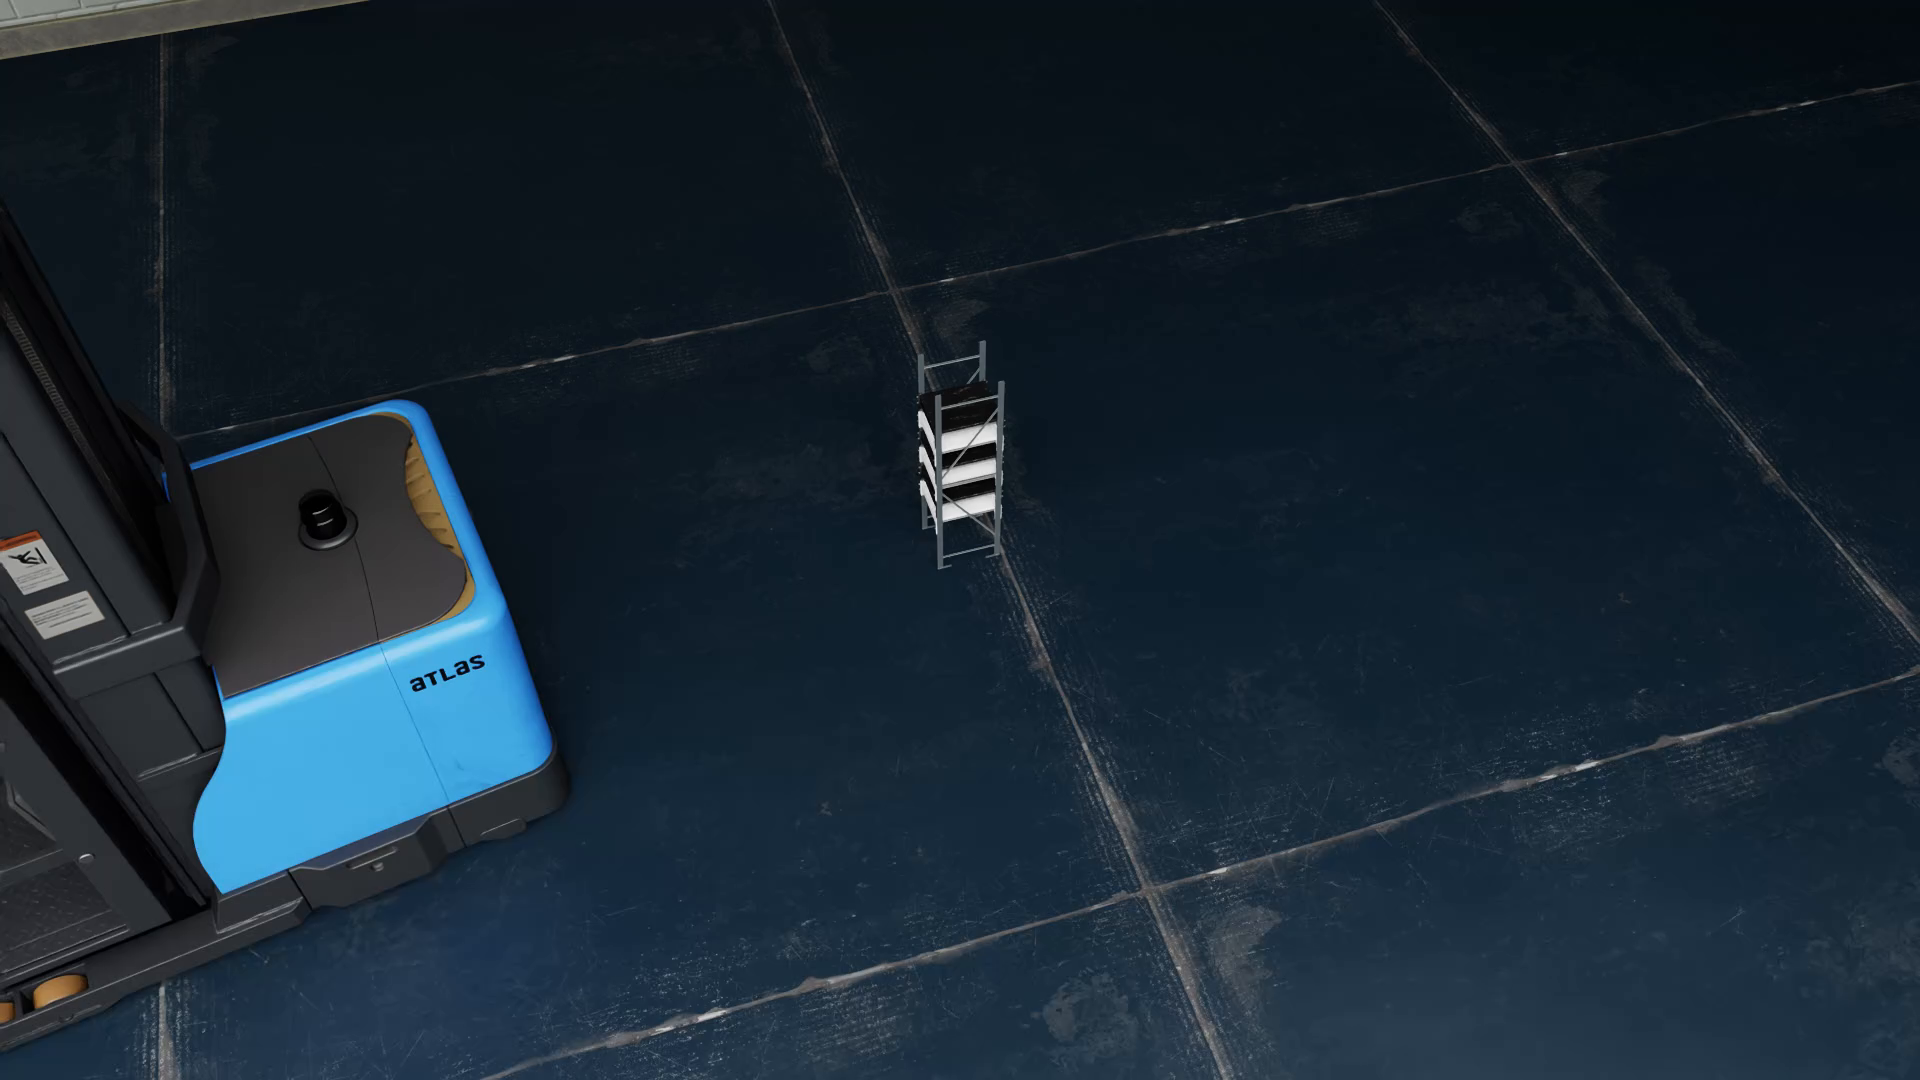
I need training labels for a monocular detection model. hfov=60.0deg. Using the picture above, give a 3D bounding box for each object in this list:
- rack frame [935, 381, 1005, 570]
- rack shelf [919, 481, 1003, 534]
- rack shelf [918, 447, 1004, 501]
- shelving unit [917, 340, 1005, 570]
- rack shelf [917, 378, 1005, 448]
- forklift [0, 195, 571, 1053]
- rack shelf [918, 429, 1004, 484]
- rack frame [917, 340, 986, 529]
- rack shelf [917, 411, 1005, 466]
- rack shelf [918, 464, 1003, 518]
[{"bbox_3d":[0.032,-0.210,5.838,0.240,0.900,0.006,-13,51,-11],"label":"rack frame"},{"bbox_3d":[0.002,-0.147,6.064,0.258,0.077,0.200,-13,51,-11],"label":"rack shelf"},{"bbox_3d":[0.002,-0.263,5.926,0.258,0.077,0.200,-13,51,-11],"label":"rack shelf"},{"bbox_3d":[0.002,-0.284,5.901,0.258,0.900,0.210,-13,51,-11],"label":"shelving unit"},{"bbox_3d":[0.002,-0.437,5.720,0.258,0.077,0.200,-13,51,-11],"label":"rack shelf"},{"bbox_3d":[-2.833,0.118,4.233,3.031,2.935,1.130,-21,53,-17],"label":"forklift"},{"bbox_3d":[0.002,-0.321,5.858,0.258,0.077,0.200,-13,51,-11],"label":"rack shelf"},{"bbox_3d":[-0.028,-0.358,5.964,0.240,0.900,0.006,-13,51,-11],"label":"rack frame"},{"bbox_3d":[0.002,-0.379,5.789,0.258,0.077,0.200,-13,51,-11],"label":"rack shelf"},{"bbox_3d":[0.002,-0.205,5.995,0.258,0.077,0.200,-13,51,-11],"label":"rack shelf"}]
